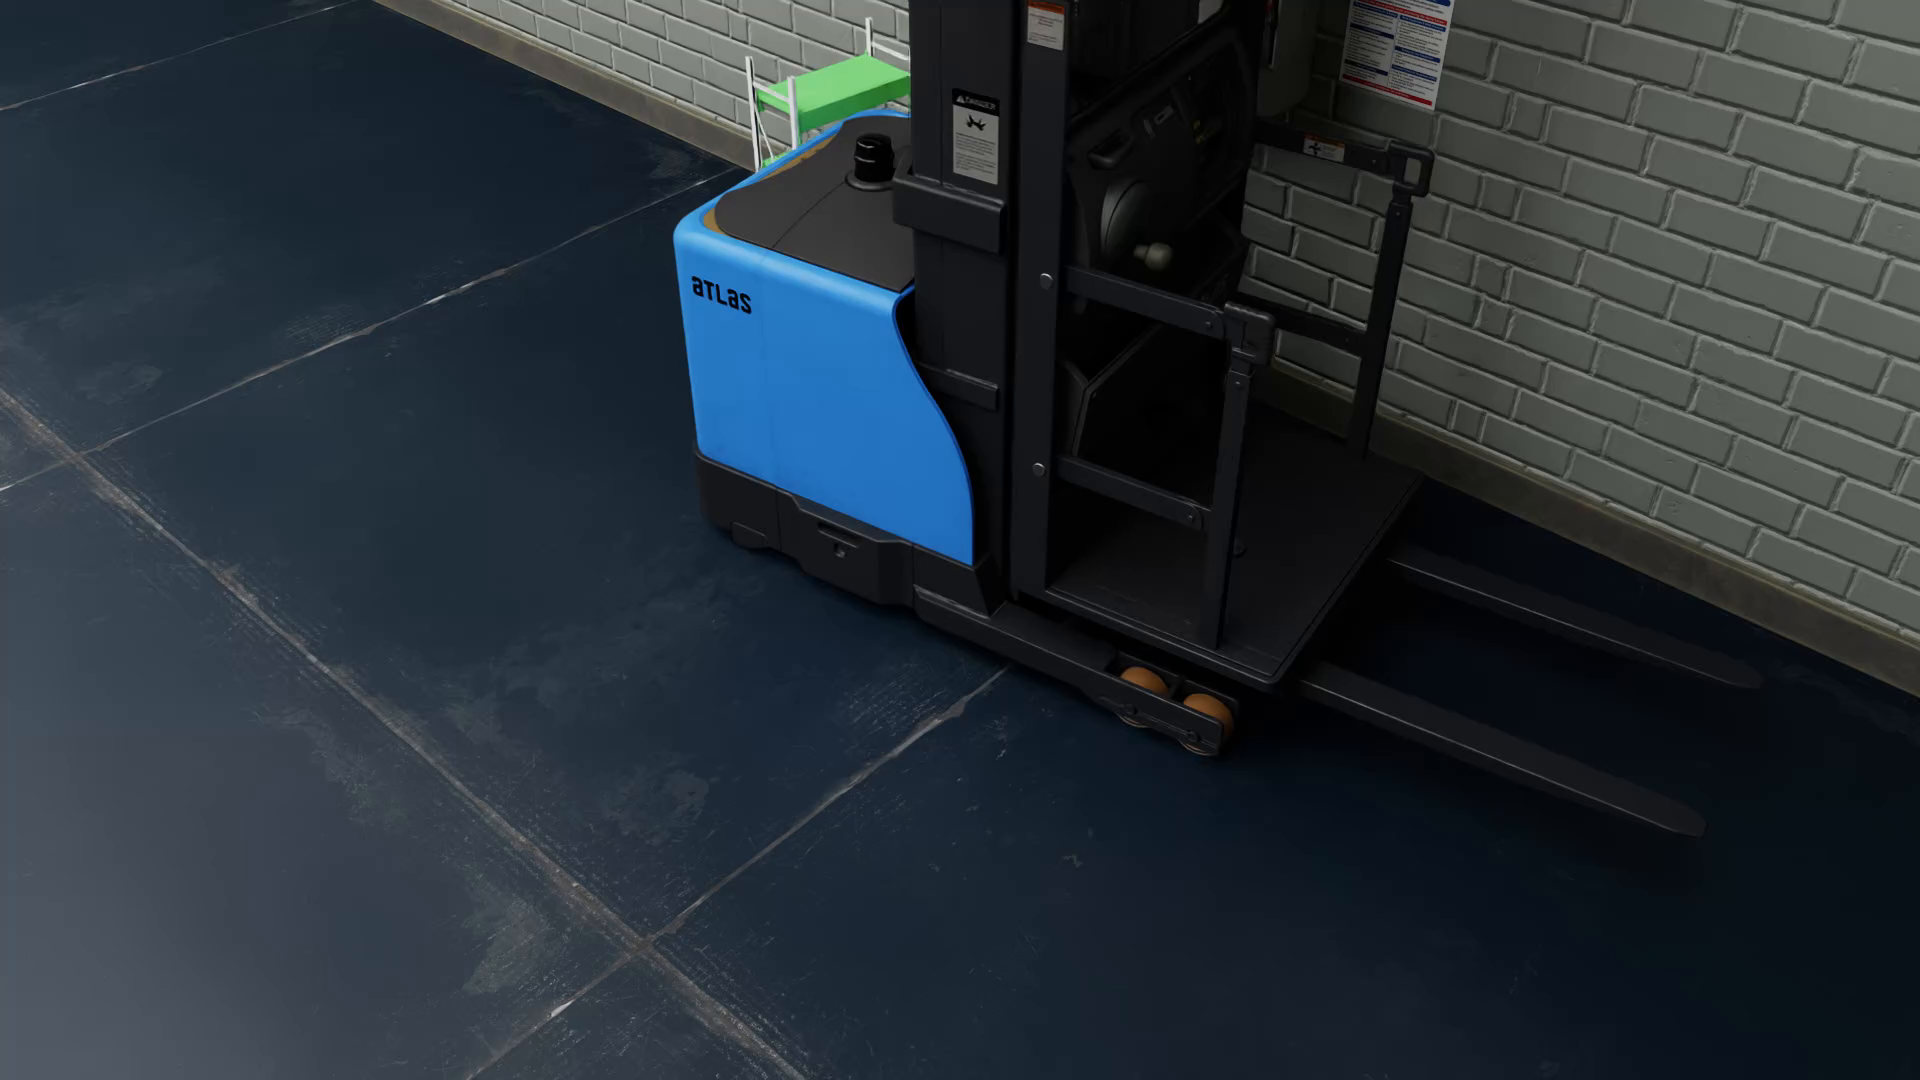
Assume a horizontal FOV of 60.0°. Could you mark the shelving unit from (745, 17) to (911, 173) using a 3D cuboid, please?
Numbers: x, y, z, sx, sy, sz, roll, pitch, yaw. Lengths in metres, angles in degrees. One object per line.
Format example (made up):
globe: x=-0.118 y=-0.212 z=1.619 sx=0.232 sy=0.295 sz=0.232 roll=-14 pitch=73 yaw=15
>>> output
shelving unit: x=-0.402 y=-1.097 z=5.662 sx=0.503 sy=1.200 sz=0.258 roll=-29 pitch=46 yaw=-31

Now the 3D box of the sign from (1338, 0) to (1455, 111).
sign: x=1.277 y=-1.529 z=4.839 sx=0.329 sy=0.494 sz=0.001 roll=30 pitch=47 yaw=32

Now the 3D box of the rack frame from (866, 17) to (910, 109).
rack frame: x=-0.220 y=-1.198 z=5.789 sx=0.015 sy=1.200 sz=0.240 roll=-29 pitch=46 yaw=-31

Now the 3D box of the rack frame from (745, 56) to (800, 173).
rack frame: x=-0.584 y=-0.996 z=5.534 sx=0.015 sy=1.200 sz=0.240 roll=-29 pitch=46 yaw=-31

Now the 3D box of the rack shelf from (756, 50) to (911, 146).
rack shelf: x=-0.406 y=-1.426 z=5.407 sx=0.480 sy=0.148 sz=0.258 roll=-29 pitch=46 yaw=-31

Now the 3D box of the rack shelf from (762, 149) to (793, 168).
rack shelf: x=-0.404 y=-1.236 z=5.554 sx=0.480 sy=0.148 sz=0.258 roll=-29 pitch=46 yaw=-31

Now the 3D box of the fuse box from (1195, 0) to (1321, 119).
fuse box: x=0.773 y=-1.174 z=5.351 sx=0.539 sy=1.711 sz=0.414 roll=30 pitch=47 yaw=32

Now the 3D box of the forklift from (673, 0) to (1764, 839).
forklift: x=0.692 y=-0.943 z=4.081 sx=3.031 sy=2.935 sz=1.130 roll=22 pitch=43 yaw=25
